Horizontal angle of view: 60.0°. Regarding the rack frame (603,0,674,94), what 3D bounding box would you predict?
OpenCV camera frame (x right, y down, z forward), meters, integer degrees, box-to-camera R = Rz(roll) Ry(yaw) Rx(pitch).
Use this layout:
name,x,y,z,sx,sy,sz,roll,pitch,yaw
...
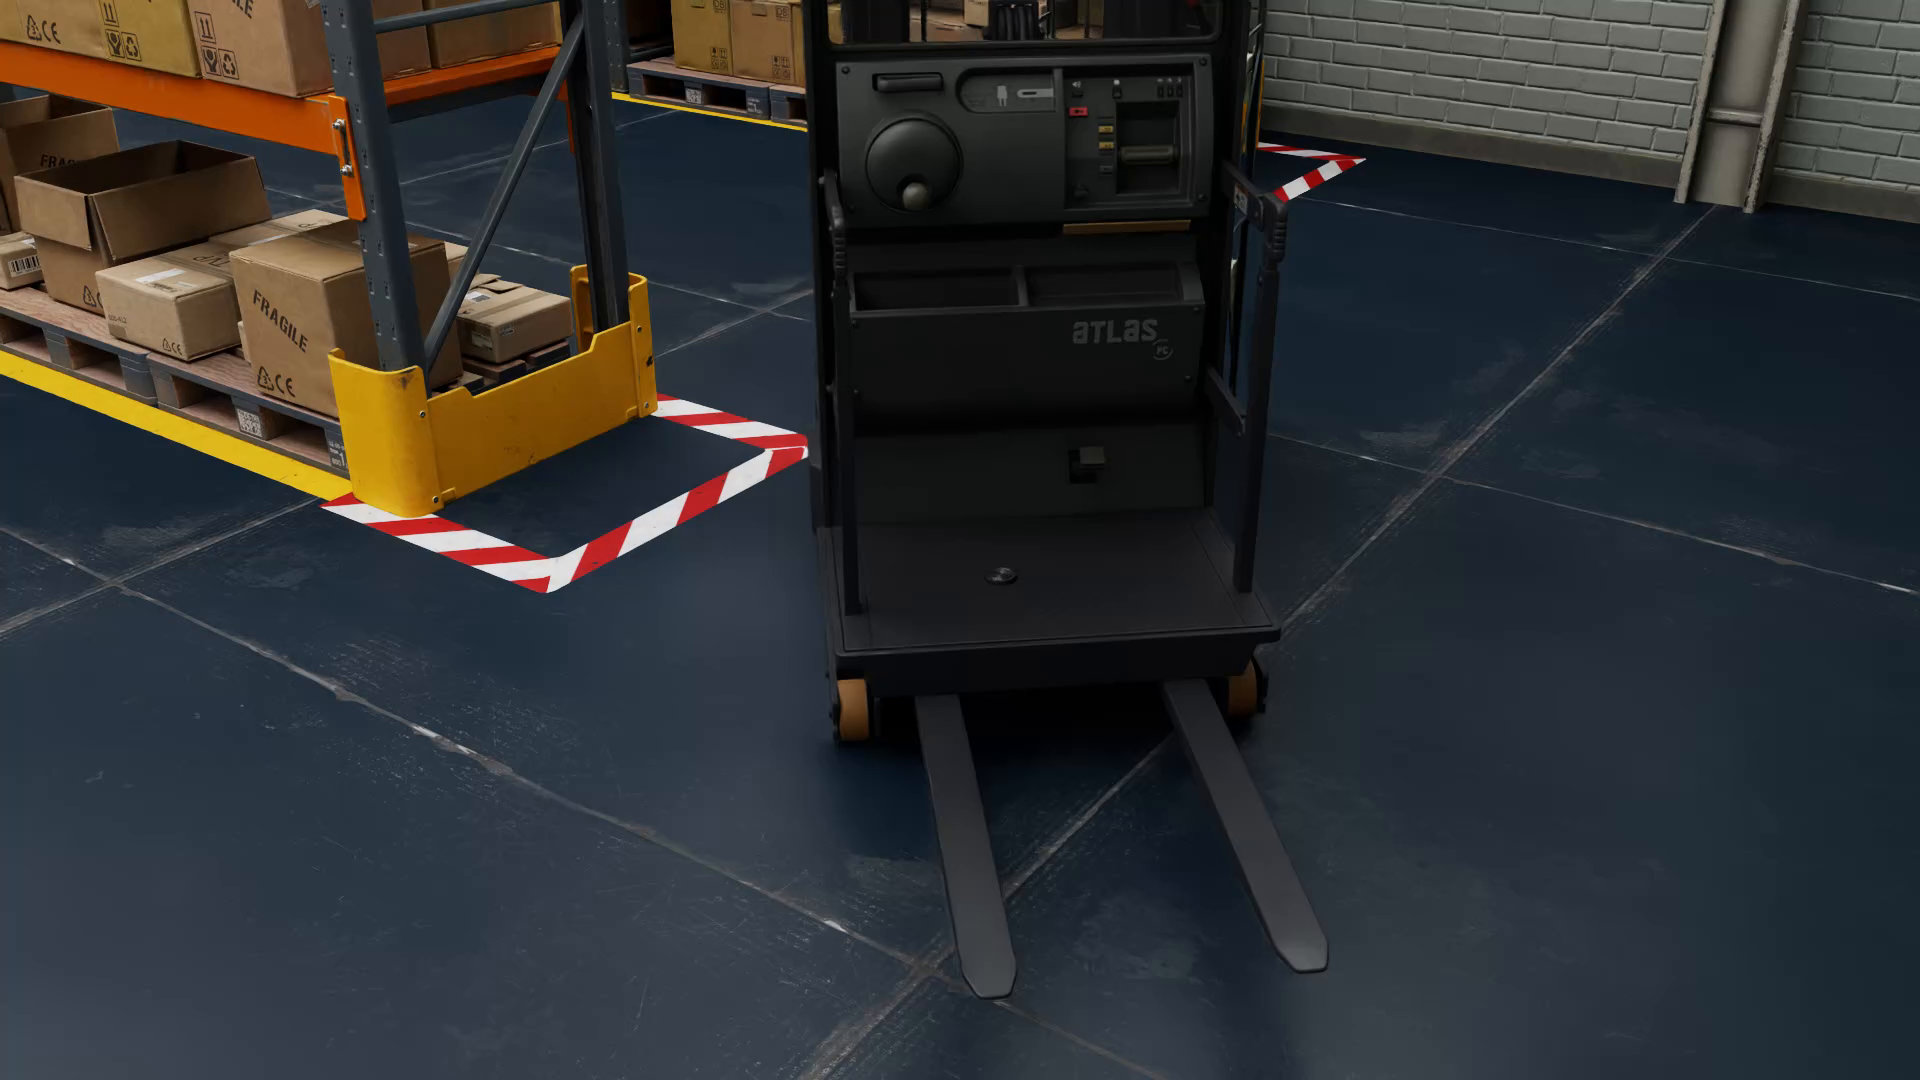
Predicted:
name,x,y,z,sx,sy,sz,roll,pitch,yaw
rack frame,-2.009,-4.519,10.823,0.127,3.000,1.000,17,32,30

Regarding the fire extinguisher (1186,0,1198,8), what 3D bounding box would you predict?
name,x,y,z,sx,sy,sz,roll,pitch,yaw
fire extinguisher,1.151,-3.080,8.492,0.183,0.674,0.296,17,32,30

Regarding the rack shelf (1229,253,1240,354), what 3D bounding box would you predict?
name,x,y,z,sx,sy,sz,roll,pitch,yaw
rack shelf,0.597,-0.823,5.932,0.720,0.370,0.431,9,28,17

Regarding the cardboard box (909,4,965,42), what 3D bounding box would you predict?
name,x,y,z,sx,sy,sz,roll,pitch,yaw
cardboard box,-0.173,-2.965,10.062,0.500,0.500,0.700,16,31,29

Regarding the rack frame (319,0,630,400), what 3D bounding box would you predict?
name,x,y,z,sx,sy,sz,roll,pitch,yaw
rack frame,-1.513,-1.639,5.164,0.127,3.000,1.000,17,32,30

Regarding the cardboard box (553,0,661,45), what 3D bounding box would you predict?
name,x,y,z,sx,sy,sz,roll,pitch,yaw
cardboard box,-2.618,-3.867,11.448,0.750,0.750,0.750,18,32,31

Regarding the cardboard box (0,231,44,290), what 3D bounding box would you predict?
name,x,y,z,sx,sy,sz,roll,pitch,yaw
cardboard box,-3.868,-1.193,6.925,0.250,0.166,0.380,17,32,30

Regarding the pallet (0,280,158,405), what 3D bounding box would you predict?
name,x,y,z,sx,sy,sz,roll,pitch,yaw
pallet,-3.235,-0.934,6.853,1.213,0.211,1.003,17,32,30

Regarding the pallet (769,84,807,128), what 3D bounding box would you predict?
name,x,y,z,sx,sy,sz,roll,pitch,yaw
pallet,-0.416,-2.739,10.400,1.213,0.211,1.003,17,32,30

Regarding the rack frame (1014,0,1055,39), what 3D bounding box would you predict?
name,x,y,z,sx,sy,sz,roll,pitch,yaw
rack frame,0.252,-1.169,5.894,0.023,1.500,0.400,9,28,17

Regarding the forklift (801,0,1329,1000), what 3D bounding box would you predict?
name,x,y,z,sx,sy,sz,roll,pitch,yaw
forklift,0.191,-0.957,3.898,1.130,2.935,3.031,-3,27,-6

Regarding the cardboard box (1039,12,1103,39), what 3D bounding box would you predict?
name,x,y,z,sx,sy,sz,roll,pitch,yaw
cardboard box,0.655,-2.708,9.557,0.500,0.500,0.700,17,32,30

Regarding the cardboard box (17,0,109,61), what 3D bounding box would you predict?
name,x,y,z,sx,sy,sz,roll,pitch,yaw
cardboard box,-2.874,-1.959,5.682,0.500,0.500,0.500,18,32,31

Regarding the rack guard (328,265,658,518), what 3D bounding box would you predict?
name,x,y,z,sx,sy,sz,roll,pitch,yaw
rack guard,-1.576,-0.545,5.769,0.348,0.500,1.175,17,32,30

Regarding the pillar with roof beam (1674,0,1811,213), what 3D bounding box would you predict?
name,x,y,z,sx,sy,sz,roll,pitch,yaw
pillar with roof beam,1.566,-4.187,3.555,0.400,9.000,9.100,17,32,30

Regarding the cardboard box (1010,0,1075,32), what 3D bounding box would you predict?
name,x,y,z,sx,sy,sz,roll,pitch,yaw
cardboard box,0.446,-2.962,9.340,0.250,0.149,0.380,17,31,30

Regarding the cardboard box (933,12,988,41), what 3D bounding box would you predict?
name,x,y,z,sx,sy,sz,roll,pitch,yaw
cardboard box,0.242,-2.836,9.809,0.500,0.500,0.700,17,32,30

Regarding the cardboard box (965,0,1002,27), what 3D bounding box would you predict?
name,x,y,z,sx,sy,sz,roll,pitch,yaw
cardboard box,0.235,-3.027,9.469,0.250,0.149,0.380,18,32,32

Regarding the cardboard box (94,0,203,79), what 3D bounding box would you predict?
name,x,y,z,sx,sy,sz,roll,pitch,yaw
cardboard box,-2.466,-1.829,5.427,0.500,0.500,0.500,18,32,31

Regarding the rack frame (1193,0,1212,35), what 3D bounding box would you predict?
name,x,y,z,sx,sy,sz,roll,pitch,yaw
rack frame,1.288,-3.492,8.805,0.127,3.000,1.000,17,32,30

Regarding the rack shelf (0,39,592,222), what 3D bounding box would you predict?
name,x,y,z,sx,sy,sz,roll,pitch,yaw
rack shelf,-3.162,-1.832,6.336,4.000,0.370,1.077,17,32,30

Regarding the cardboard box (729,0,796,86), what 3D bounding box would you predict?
name,x,y,z,sx,sy,sz,roll,pitch,yaw
cardboard box,-1.038,-3.232,10.587,0.500,0.500,0.700,17,32,30

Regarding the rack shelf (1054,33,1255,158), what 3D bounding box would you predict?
name,x,y,z,sx,sy,sz,roll,pitch,yaw
rack shelf,0.597,-1.461,5.607,0.720,0.370,0.431,9,28,17

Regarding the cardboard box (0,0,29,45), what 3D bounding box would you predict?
name,x,y,z,sx,sy,sz,roll,pitch,yaw
cardboard box,-3.289,-2.089,5.937,0.500,0.500,0.500,17,31,30

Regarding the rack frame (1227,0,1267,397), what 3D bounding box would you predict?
name,x,y,z,sx,sy,sz,roll,pitch,yaw
rack frame,0.942,-1.058,5.675,0.023,1.500,0.400,9,28,17

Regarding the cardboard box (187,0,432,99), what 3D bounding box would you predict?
name,x,y,z,sx,sy,sz,roll,pitch,yaw
cardboard box,-2.036,-1.697,5.167,0.500,0.500,0.500,18,32,32

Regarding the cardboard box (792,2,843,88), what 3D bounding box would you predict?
name,x,y,z,sx,sy,sz,roll,pitch,yaw
cardboard box,-0.616,-3.099,10.326,0.500,0.500,0.700,18,32,31

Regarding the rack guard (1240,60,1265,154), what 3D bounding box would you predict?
name,x,y,z,sx,sy,sz,roll,pitch,yaw
rack guard,1.308,-2.372,9.360,0.348,0.500,1.175,17,32,30

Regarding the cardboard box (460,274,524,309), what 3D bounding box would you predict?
name,x,y,z,sx,sy,sz,roll,pitch,yaw
cardboard box,-1.870,-0.873,6.297,0.250,0.166,0.380,17,32,30

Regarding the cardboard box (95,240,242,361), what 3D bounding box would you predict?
name,x,y,z,sx,sy,sz,roll,pitch,yaw
cardboard box,-2.867,-0.913,6.283,0.500,0.250,0.500,17,32,30

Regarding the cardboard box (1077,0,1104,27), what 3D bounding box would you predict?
name,x,y,z,sx,sy,sz,roll,pitch,yaw
cardboard box,0.871,-3.040,9.493,0.250,0.149,0.380,18,32,31

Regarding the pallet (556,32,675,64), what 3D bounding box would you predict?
name,x,y,z,sx,sy,sz,roll,pitch,yaw
pallet,-2.687,-3.447,11.790,1.213,0.211,1.003,17,32,30

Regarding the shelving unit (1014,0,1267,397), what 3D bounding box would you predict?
name,x,y,z,sx,sy,sz,roll,pitch,yaw
shelving unit,0.597,-1.113,5.784,0.755,1.500,0.431,9,28,17

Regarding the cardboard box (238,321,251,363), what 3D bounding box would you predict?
name,x,y,z,sx,sy,sz,roll,pitch,yaw
cardboard box,-2.384,-0.758,6.071,0.250,0.166,0.380,17,32,30

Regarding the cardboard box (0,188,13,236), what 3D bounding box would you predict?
name,x,y,z,sx,sy,sz,roll,pitch,yaw
cardboard box,-4.587,-1.476,7.322,0.500,0.311,0.500,17,32,30

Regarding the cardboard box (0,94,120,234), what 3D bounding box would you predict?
name,x,y,z,sx,sy,sz,roll,pitch,yaw
cardboard box,-4.180,-1.708,7.571,0.500,0.500,0.500,17,32,30

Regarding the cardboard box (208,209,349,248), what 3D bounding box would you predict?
name,x,y,z,sx,sy,sz,roll,pitch,yaw
cardboard box,-2.625,-1.112,6.675,0.500,0.250,0.500,17,32,30

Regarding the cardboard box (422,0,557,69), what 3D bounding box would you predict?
name,x,y,z,sx,sy,sz,roll,pitch,yaw
cardboard box,-1.730,-1.896,5.559,0.500,0.500,0.500,18,32,31

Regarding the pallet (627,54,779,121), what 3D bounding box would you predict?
name,x,y,z,sx,sy,sz,roll,pitch,yaw
pallet,-1.426,-3.052,11.015,1.213,0.211,1.003,17,32,30

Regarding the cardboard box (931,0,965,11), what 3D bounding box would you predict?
name,x,y,z,sx,sy,sz,roll,pitch,yaw
cardboard box,0.037,-3.299,10.003,0.250,0.149,0.380,18,32,31

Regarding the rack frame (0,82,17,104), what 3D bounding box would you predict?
name,x,y,z,sx,sy,sz,roll,pitch,yaw
rack frame,-4.810,-2.667,7.182,0.127,3.000,1.000,17,32,30

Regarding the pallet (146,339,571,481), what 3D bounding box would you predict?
name,x,y,z,sx,sy,sz,roll,pitch,yaw
pallet,-2.233,-0.620,6.237,1.213,0.211,1.003,17,32,30

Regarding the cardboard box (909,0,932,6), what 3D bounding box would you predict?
name,x,y,z,sx,sy,sz,roll,pitch,yaw
cardboard box,-0.175,-3.364,10.132,0.250,0.149,0.380,18,32,31

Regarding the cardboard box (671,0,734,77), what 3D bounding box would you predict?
name,x,y,z,sx,sy,sz,roll,pitch,yaw
cardboard box,-1.450,-3.362,10.842,0.500,0.500,0.700,18,32,31

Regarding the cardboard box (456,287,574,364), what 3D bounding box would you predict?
name,x,y,z,sx,sy,sz,roll,pitch,yaw
cardboard box,-1.664,-0.801,6.175,0.250,0.149,0.380,17,32,30

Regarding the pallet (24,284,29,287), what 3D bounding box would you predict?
name,x,y,z,sx,sy,sz,roll,pitch,yaw
pallet,-4.245,-1.247,7.468,1.213,0.211,1.003,17,32,30

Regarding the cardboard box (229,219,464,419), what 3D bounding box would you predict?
name,x,y,z,sx,sy,sz,roll,pitch,yaw
cardboard box,-2.101,-0.769,5.725,0.500,0.500,0.500,17,32,30

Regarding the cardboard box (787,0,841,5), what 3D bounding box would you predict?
name,x,y,z,sx,sy,sz,roll,pitch,yaw
cardboard box,-0.841,-3.361,10.125,0.250,0.149,0.380,16,31,29

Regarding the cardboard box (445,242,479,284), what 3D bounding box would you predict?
name,x,y,z,sx,sy,sz,roll,pitch,yaw
cardboard box,-2.213,-0.984,6.423,0.500,0.250,0.500,17,32,30

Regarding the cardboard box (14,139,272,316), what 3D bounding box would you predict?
name,x,y,z,sx,sy,sz,roll,pitch,yaw
cardboard box,-3.259,-1.269,6.705,0.637,0.503,0.797,17,32,30
